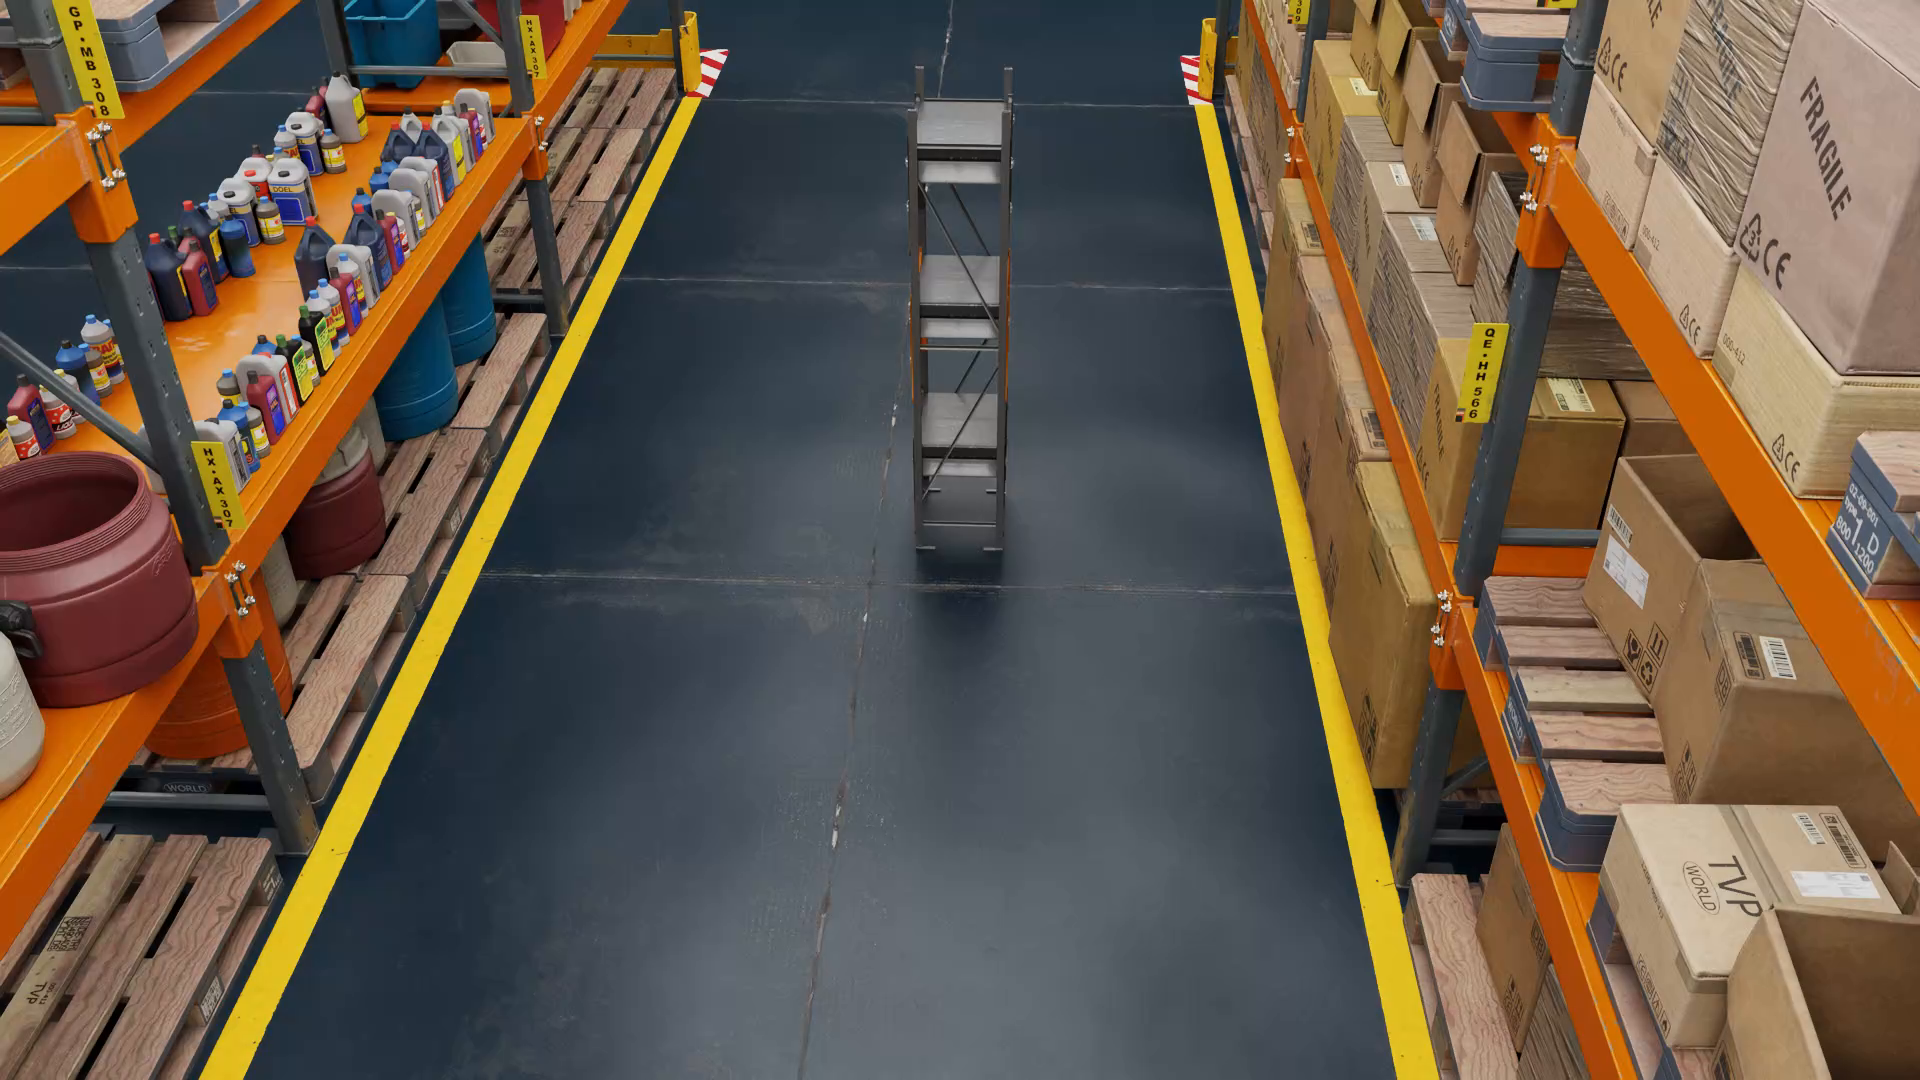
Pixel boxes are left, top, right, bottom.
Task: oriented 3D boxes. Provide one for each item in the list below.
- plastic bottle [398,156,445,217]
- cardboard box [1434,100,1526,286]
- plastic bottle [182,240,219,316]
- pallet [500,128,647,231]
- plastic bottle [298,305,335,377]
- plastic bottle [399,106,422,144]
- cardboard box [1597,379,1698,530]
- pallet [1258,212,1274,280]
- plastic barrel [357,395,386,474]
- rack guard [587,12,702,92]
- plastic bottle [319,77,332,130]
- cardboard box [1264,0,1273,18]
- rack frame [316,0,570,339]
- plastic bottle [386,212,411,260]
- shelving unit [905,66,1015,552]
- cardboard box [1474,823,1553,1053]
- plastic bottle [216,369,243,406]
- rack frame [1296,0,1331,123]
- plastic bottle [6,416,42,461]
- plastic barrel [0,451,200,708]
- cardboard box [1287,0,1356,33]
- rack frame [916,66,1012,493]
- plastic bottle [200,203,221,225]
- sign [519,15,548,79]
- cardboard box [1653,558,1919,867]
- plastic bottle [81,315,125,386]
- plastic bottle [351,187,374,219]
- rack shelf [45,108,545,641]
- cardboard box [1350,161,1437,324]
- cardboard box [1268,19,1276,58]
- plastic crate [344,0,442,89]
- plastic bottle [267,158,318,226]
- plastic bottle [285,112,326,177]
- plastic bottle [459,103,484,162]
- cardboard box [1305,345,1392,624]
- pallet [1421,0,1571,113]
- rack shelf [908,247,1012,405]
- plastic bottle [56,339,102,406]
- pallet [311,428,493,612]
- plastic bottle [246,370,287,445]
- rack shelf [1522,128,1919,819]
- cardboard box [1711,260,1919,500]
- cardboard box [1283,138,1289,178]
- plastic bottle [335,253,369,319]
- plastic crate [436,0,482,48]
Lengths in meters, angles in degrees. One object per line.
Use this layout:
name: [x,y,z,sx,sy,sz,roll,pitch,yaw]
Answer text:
plastic bottle: [-2.450,-1.625,7.561,0.152,0.276,0.135,1,35,2]
cardboard box: [2.140,-1.242,5.949,0.797,0.503,0.637,2,35,3]
plastic bottle: [-3.096,-1.065,6.758,0.061,0.283,0.133,1,35,2]
pallet: [-2.685,-2.394,10.973,1.003,0.211,1.213,1,35,2]
plastic bottle: [-2.464,-0.779,6.351,0.061,0.283,0.133,1,35,2]
plastic bottle: [-2.576,-1.856,7.826,0.144,0.351,0.185,1,35,2]
cardboard box: [2.357,-0.310,5.496,0.500,0.500,0.500,2,35,3]
pallet: [2.335,-1.589,9.827,1.003,0.211,1.213,1,35,2]
plastic barrel: [-2.902,-0.522,7.682,0.421,0.512,0.421,0,35,0]
rack guard: [-2.574,-3.699,12.578,1.175,0.500,0.348,1,35,2]
plastic bottle: [-3.163,-2.160,8.317,0.061,0.283,0.133,1,35,2]
cardboard box: [2.021,-3.205,9.574,0.500,0.250,0.500,2,35,3]
rack frame: [-2.722,-2.409,8.569,1.000,3.000,0.127,1,35,2]
plastic bottle: [-2.442,-1.316,7.187,0.097,0.201,0.097,0,35,0]
shelving unit: [0.007,-0.954,7.282,0.431,2.100,0.503,1,35,2]
cardboard box: [2.059,1.232,5.180,0.700,0.500,0.500,0,35,-1]
plastic bottle: [-2.649,-0.529,6.066,0.097,0.201,0.097,0,35,0]
rack frame: [2.227,-2.295,8.406,1.000,3.000,0.127,1,35,2]
plastic bottle: [-3.270,-0.338,5.795,0.097,0.201,0.097,0,35,0]
plastic barrel: [-2.599,0.107,4.871,0.600,0.536,0.708,1,35,2]
cardboard box: [1.978,-2.932,8.533,0.500,0.500,0.500,2,35,3]
rack frame: [0.016,-1.094,7.481,0.400,2.100,0.015,1,35,2]
plastic bottle: [-3.204,-1.312,7.120,0.097,0.271,0.097,0,35,0]
sign: [-2.173,-2.508,8.470,0.100,0.325,0.005,1,35,2]
cardboard box: [2.162,0.425,4.084,0.700,0.500,0.500,6,36,9]
plastic bottle: [-3.245,-0.723,6.281,0.097,0.271,0.097,0,35,0]
plastic bottle: [-2.590,-1.404,7.252,0.097,0.271,0.097,0,35,0]
rack shelf: [-2.803,-0.966,7.141,1.077,0.370,4.000,1,35,2]
cardboard box: [1.903,-1.204,6.767,0.500,0.500,0.500,2,35,3]
cardboard box: [1.942,-2.818,9.369,0.380,0.149,0.250,2,35,3]
plastic crate: [-3.044,-2.703,8.949,0.392,0.384,0.575,1,35,2]
plastic bottle: [-3.007,-1.566,7.477,0.152,0.276,0.135,1,35,2]
plastic bottle: [-3.136,-1.891,7.940,0.152,0.276,0.135,1,35,2]
plastic bottle: [-2.379,-1.993,8.079,0.061,0.283,0.133,1,35,2]
cardboard box: [2.158,-0.207,6.918,1.225,0.875,0.875,1,35,2]
pallet: [2.039,-1.518,4.856,1.213,0.211,1.003,3,35,4]
rack shelf: [0.007,-0.943,7.289,0.431,0.518,0.480,1,35,2]
plastic bottle: [-3.253,-0.611,6.122,0.097,0.271,0.097,0,35,0]
pallet: [-2.841,-0.123,7.741,1.003,0.211,1.213,1,35,2]
plastic bottle: [-2.484,-0.492,5.943,0.061,0.283,0.133,1,35,2]
rack shelf: [1.986,0.220,2.846,1.077,0.370,4.000,1,35,2]
cardboard box: [1.761,-0.308,3.101,0.500,0.250,0.500,2,35,3]
cardboard box: [2.333,-1.974,9.433,0.875,0.875,0.875,1,35,2]
plastic bottle: [-2.464,-1.029,6.717,0.097,0.271,0.097,0,35,0]
plastic crate: [-2.946,-2.970,9.555,0.437,0.125,0.590,1,35,2]
